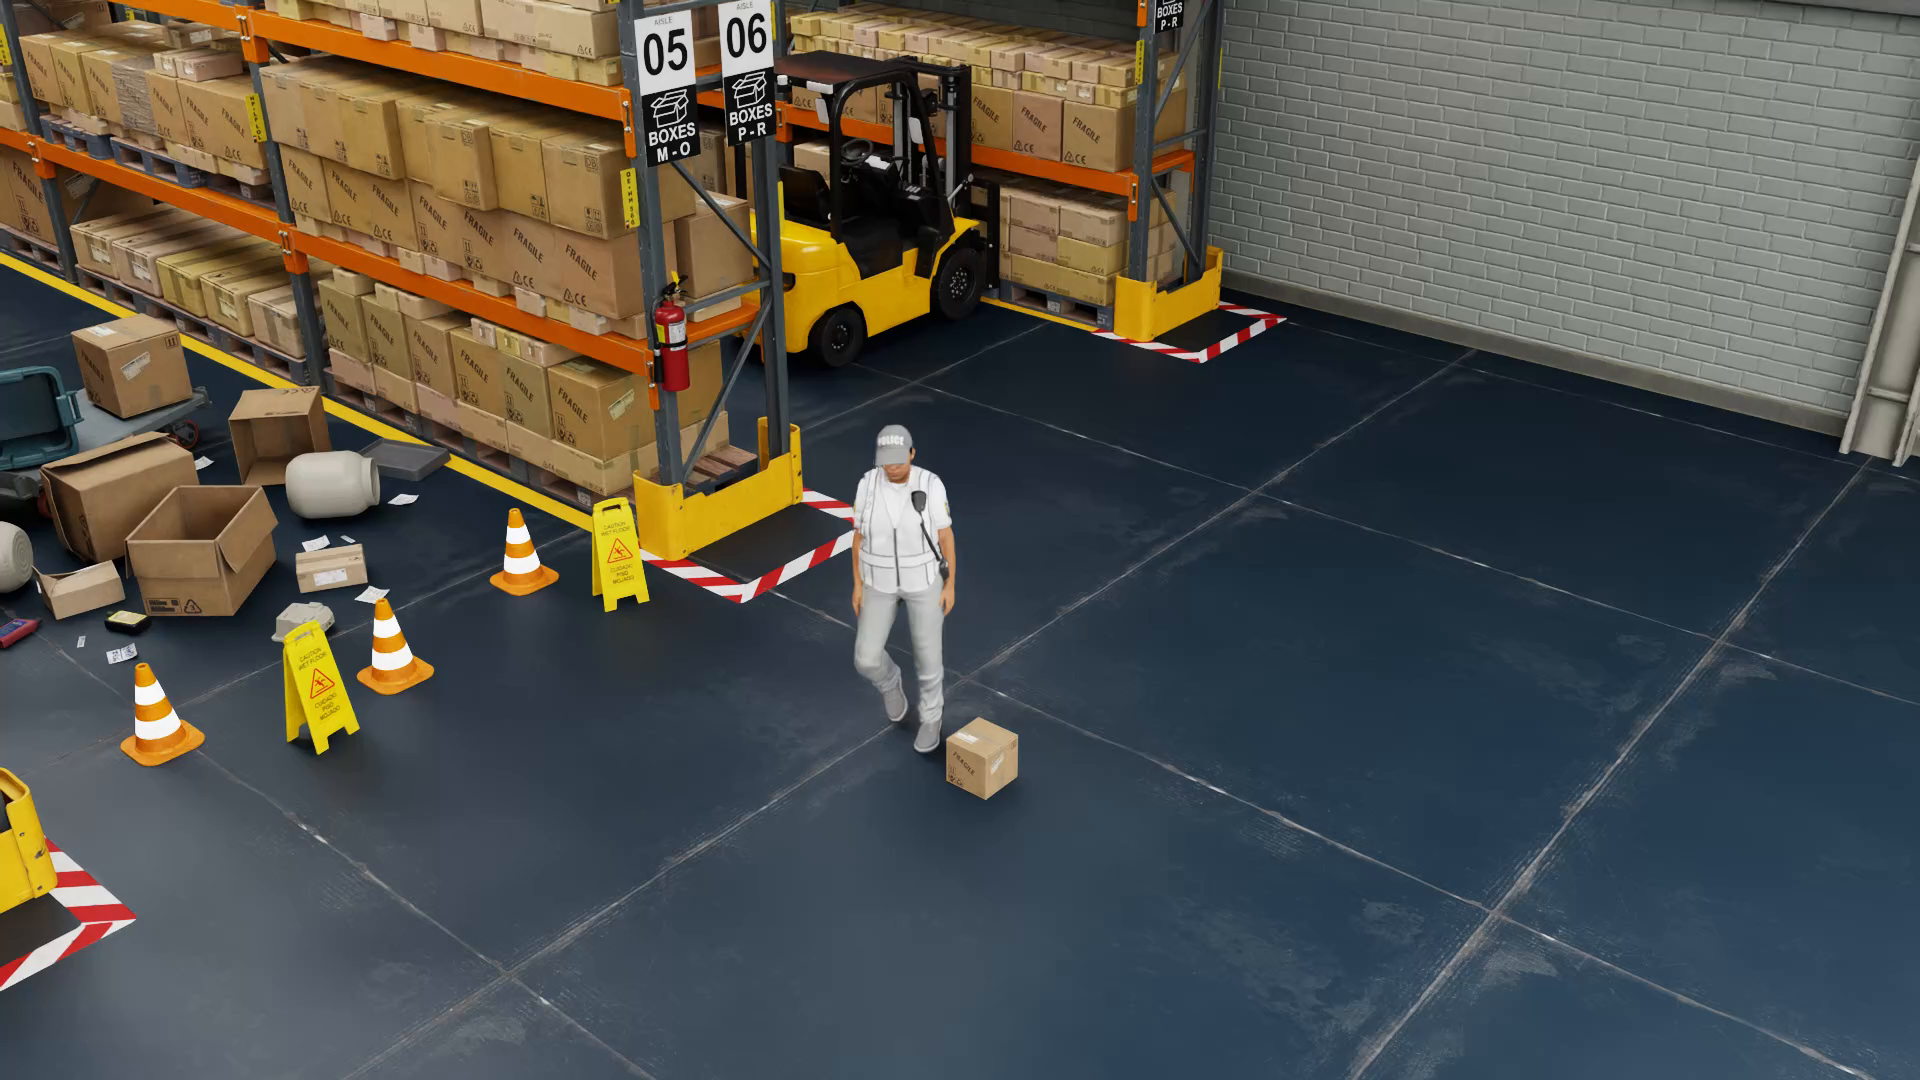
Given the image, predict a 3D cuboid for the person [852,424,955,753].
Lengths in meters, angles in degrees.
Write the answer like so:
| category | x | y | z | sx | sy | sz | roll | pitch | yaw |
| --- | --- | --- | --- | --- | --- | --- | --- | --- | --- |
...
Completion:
| category | x | y | z | sx | sy | sz | roll | pitch | yaw |
| --- | --- | --- | --- | --- | --- | --- | --- | --- | --- |
| person | -0.279 | 0.230 | 8.172 | 0.507 | 1.658 | 0.472 | 1 | 28 | 3 |
